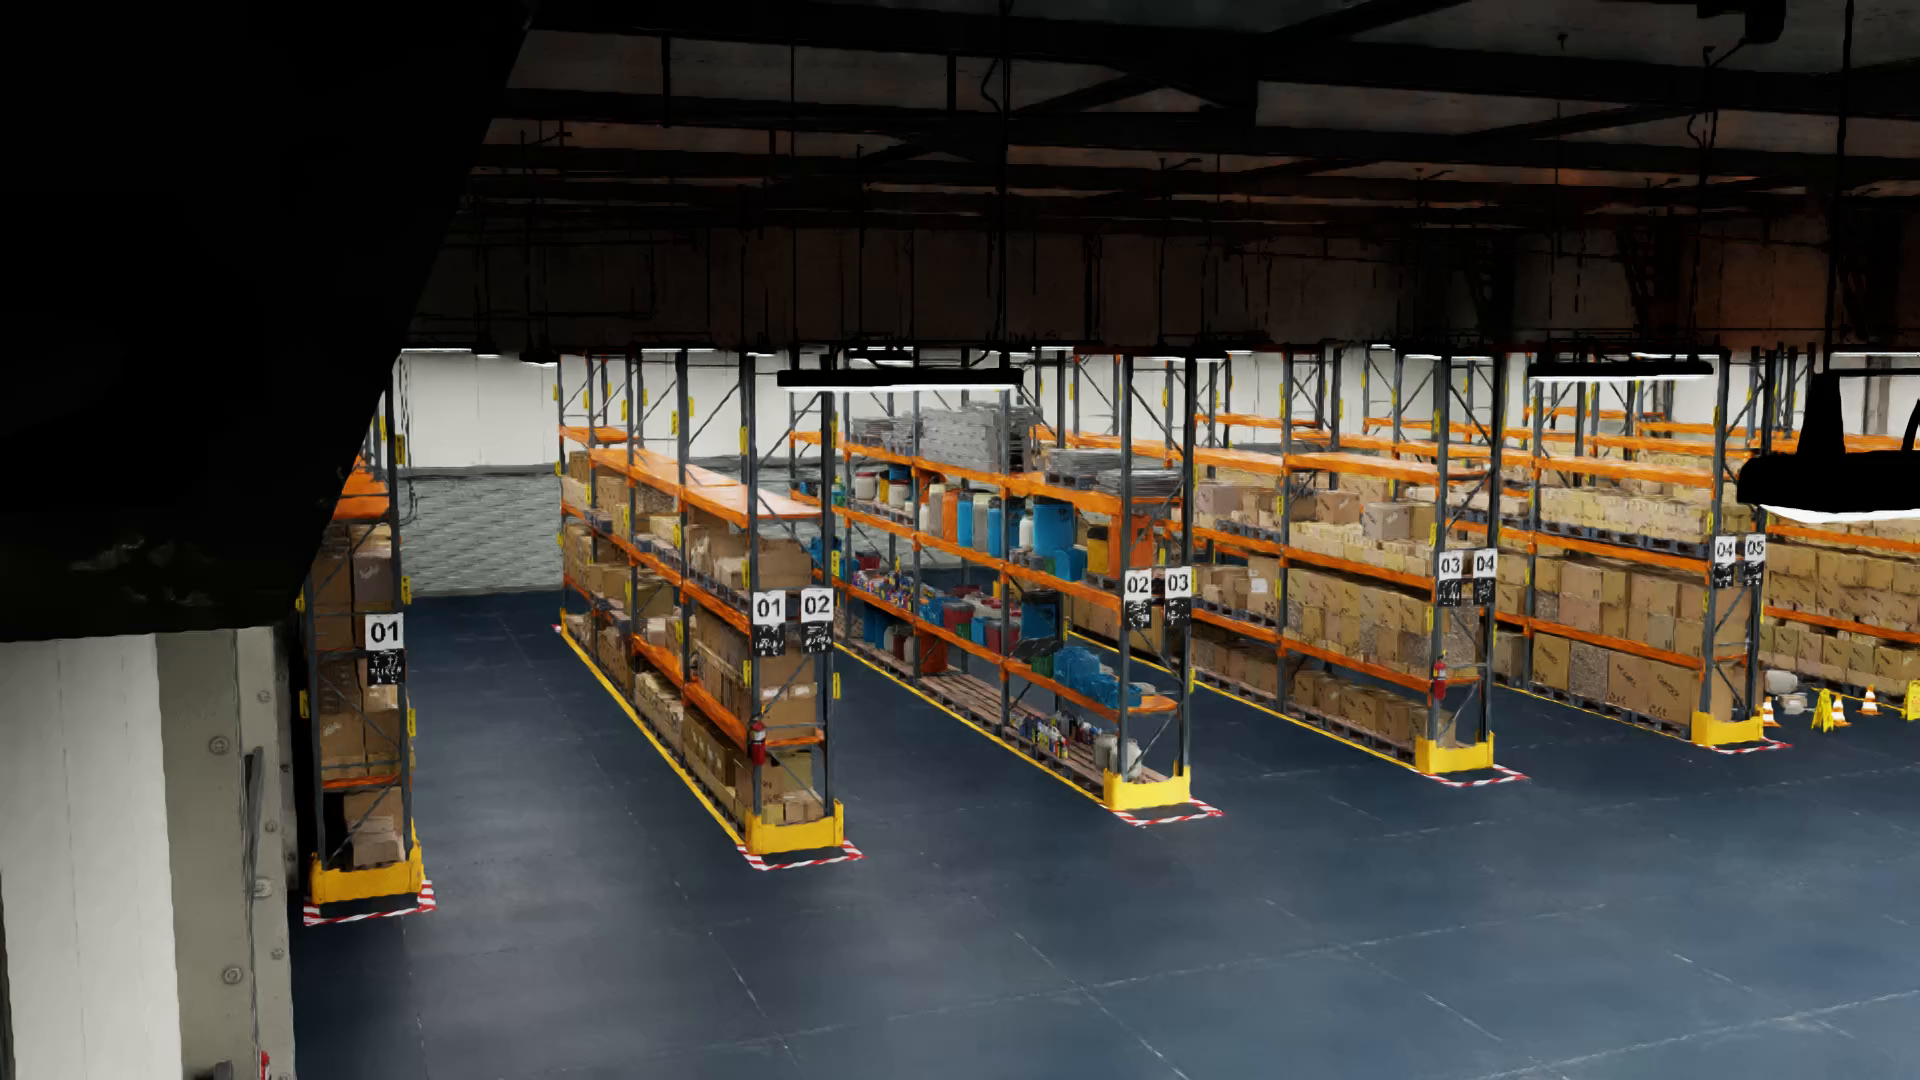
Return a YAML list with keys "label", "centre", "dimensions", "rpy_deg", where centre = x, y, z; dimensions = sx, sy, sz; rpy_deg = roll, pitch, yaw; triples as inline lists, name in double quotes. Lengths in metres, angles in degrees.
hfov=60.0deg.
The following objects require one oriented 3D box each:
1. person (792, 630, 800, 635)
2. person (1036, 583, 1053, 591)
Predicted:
- label: "person"
  centre: [-2.638, 2.193, 26.493]
  dimensions: [0.595, 1.591, 0.739]
  rpy_deg: [-2, 8, -16]
- label: "person"
  centre: [1.546, 1.507, 31.471]
  dimensions: [0.660, 1.682, 0.915]
  rpy_deg: [-2, 8, -15]
